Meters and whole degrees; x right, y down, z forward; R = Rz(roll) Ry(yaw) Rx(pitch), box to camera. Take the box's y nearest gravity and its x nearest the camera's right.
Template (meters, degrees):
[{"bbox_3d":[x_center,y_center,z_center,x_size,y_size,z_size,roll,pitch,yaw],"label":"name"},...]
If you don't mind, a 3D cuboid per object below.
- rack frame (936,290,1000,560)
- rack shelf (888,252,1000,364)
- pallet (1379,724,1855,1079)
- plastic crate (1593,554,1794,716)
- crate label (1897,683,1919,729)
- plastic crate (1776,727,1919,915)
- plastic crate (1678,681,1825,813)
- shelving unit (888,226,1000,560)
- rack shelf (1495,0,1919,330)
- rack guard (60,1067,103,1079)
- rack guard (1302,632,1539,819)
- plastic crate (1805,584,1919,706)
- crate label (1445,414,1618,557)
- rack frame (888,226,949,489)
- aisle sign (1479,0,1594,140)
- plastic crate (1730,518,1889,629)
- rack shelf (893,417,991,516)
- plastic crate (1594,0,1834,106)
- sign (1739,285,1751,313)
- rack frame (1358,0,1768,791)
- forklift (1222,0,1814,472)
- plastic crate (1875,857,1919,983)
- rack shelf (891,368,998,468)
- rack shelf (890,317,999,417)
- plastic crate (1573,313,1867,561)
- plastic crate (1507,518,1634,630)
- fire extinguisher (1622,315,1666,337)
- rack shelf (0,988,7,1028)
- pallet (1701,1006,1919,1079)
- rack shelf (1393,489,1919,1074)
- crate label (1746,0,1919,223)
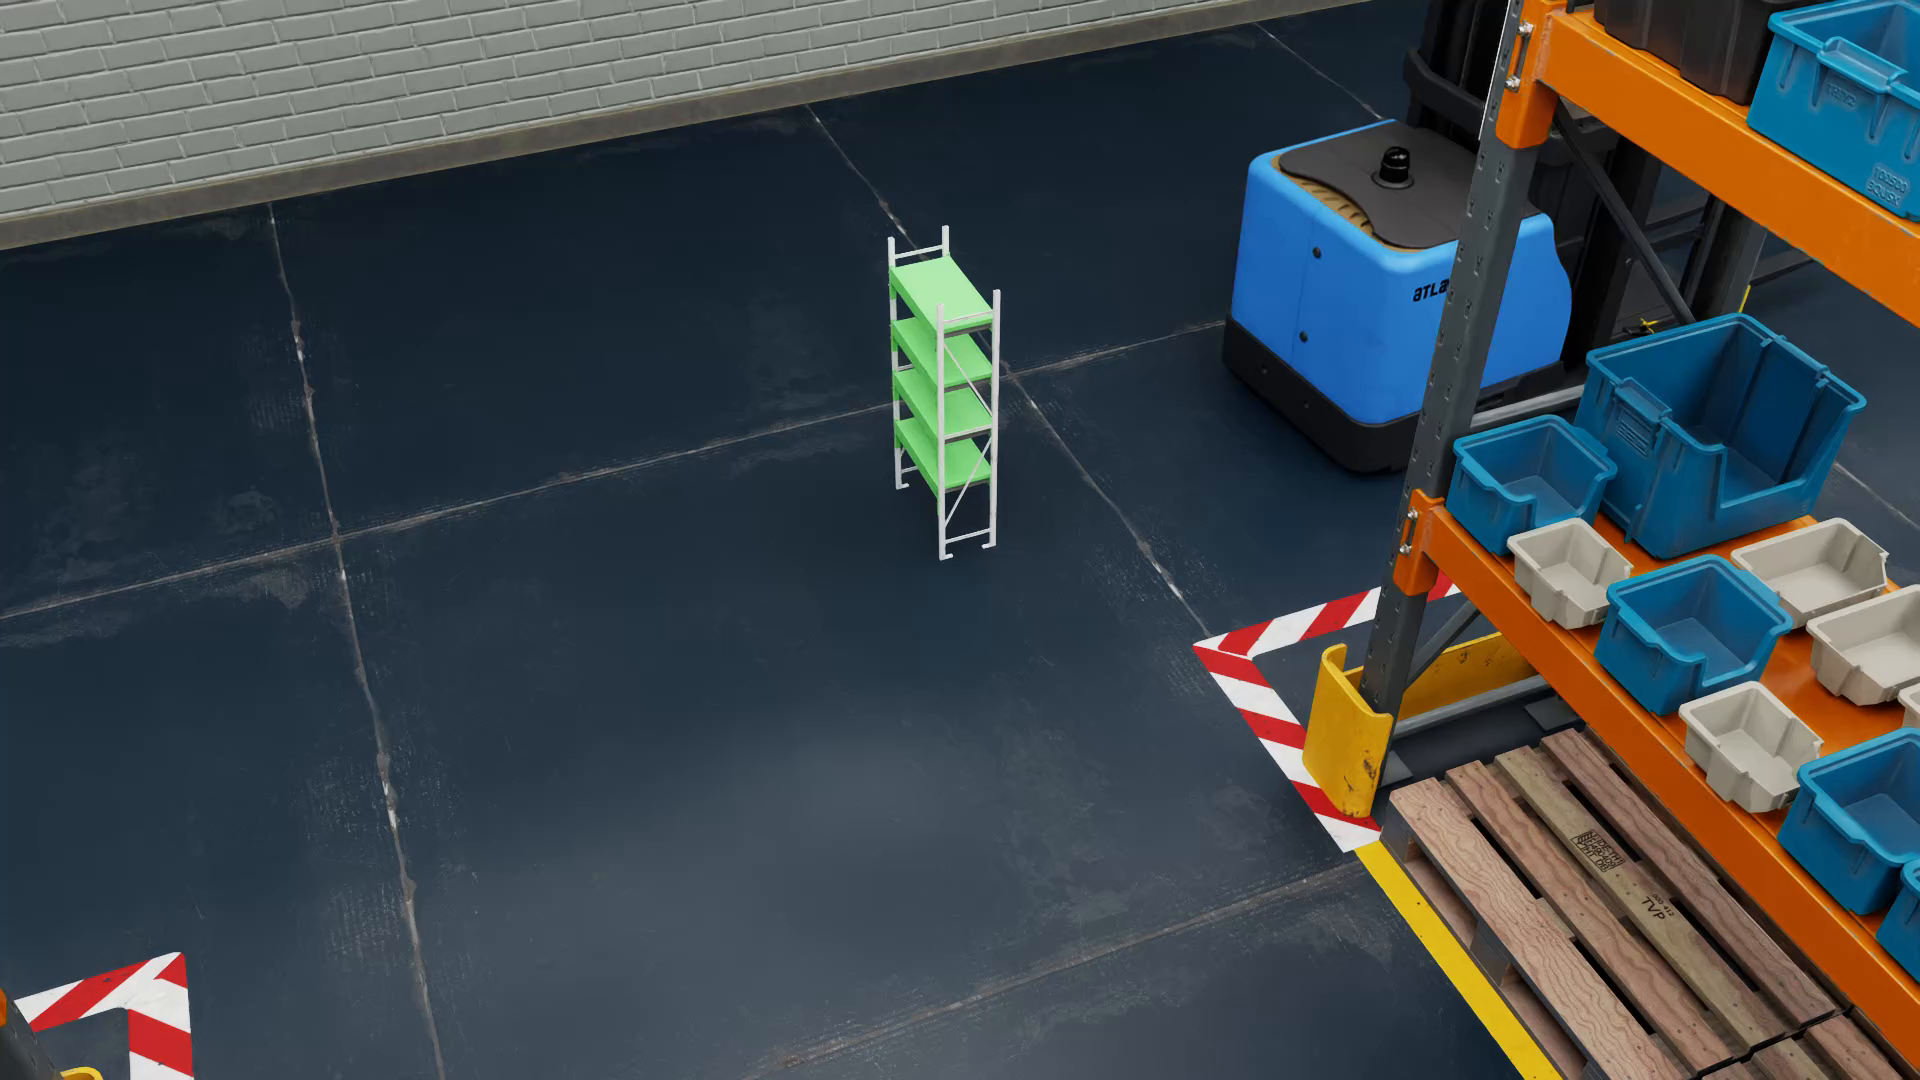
[{"bbox_3d":[0.030,-0.408,6.304,0.240,1.200,0.015,-15,43,-17],"label":"rack frame"},{"bbox_3d":[-0.063,-0.870,6.203,0.258,0.148,0.480,-15,43,-17],"label":"rack shelf"},{"bbox_3d":[2.089,1.148,5.253,1.003,0.211,1.213,-15,43,-17],"label":"pallet"},{"bbox_3d":[1.852,0.252,4.238,0.416,0.233,0.300,-15,43,-17],"label":"plastic crate"},{"bbox_3d":[2.516,0.447,4.085,0.396,0.136,0.243,-15,43,-17],"label":"crate label"},{"bbox_3d":[2.104,0.649,3.777,0.416,0.233,0.300,-15,43,-17],"label":"plastic crate"},{"bbox_3d":[1.906,0.515,4.007,0.250,0.136,0.298,-15,43,-17],"label":"plastic crate"},{"bbox_3d":[-0.063,-0.555,6.475,0.258,1.200,0.503,-15,43,-17],"label":"shelving unit"},{"bbox_3d":[2.575,-0.075,2.788,1.077,0.370,4.000,-15,43,-17],"label":"rack shelf"},{"bbox_3d":[-2.739,1.811,4.260,1.175,0.500,0.348,-15,43,-17],"label":"rack guard"},{"bbox_3d":[1.788,0.521,5.761,1.175,0.500,0.348,-15,43,-17],"label":"rack guard"},{"bbox_3d":[2.386,0.286,4.273,0.396,0.136,0.243,-15,43,-17],"label":"plastic crate"},{"bbox_3d":[1.600,-0.144,4.699,0.416,0.233,0.303,-15,43,-17],"label":"crate label"},{"bbox_3d":[-0.157,-0.702,6.646,0.240,1.200,0.015,-15,43,-17],"label":"rack frame"},{"bbox_3d":[1.508,-1.371,4.049,0.394,0.787,0.004,-15,43,-17],"label":"aisle sign"},{"bbox_3d":[2.289,0.108,4.480,0.396,0.136,0.243,-15,43,-17],"label":"plastic crate"},{"bbox_3d":[-0.063,-0.324,6.673,0.258,0.148,0.480,-15,43,-17],"label":"rack shelf"},{"bbox_3d":[1.699,-1.202,3.647,0.497,0.269,0.590,-15,43,-17],"label":"plastic crate"},{"bbox_3d":[2.312,-0.625,5.051,0.100,0.325,0.005,-15,43,-17],"label":"sign"},{"bbox_3d":[1.810,-0.416,4.933,1.000,3.000,0.127,-15,43,-17],"label":"rack frame"},{"bbox_3d":[2.743,-2.081,6.922,3.031,2.935,1.130,-19,44,-21],"label":"forklift"},{"bbox_3d":[2.218,0.830,3.567,0.416,0.233,0.300,-15,43,-17],"label":"plastic crate"},{"bbox_3d":[-0.063,-0.506,6.516,0.258,0.148,0.480,-15,43,-17],"label":"rack shelf"},{"bbox_3d":[-0.063,-0.688,6.360,0.258,0.148,0.480,-15,43,-17],"label":"rack shelf"},{"bbox_3d":[2.110,-0.297,4.721,0.616,0.435,0.499,-15,43,-17],"label":"plastic crate"},{"bbox_3d":[1.646,0.106,4.482,0.250,0.136,0.298,-15,43,-17],"label":"plastic crate"},{"bbox_3d":[2.172,-0.449,5.317,0.296,0.674,0.183,-15,43,-17],"label":"fire extinguisher"},{"bbox_3d":[-2.003,2.295,2.332,1.077,0.370,4.000,-15,43,-17],"label":"rack shelf"},{"bbox_3d":[2.552,1.882,4.400,1.003,0.211,1.213,-15,43,-17],"label":"pallet"},{"bbox_3d":[2.575,1.062,3.766,1.077,0.370,4.000,-15,43,-17],"label":"rack shelf"},{"bbox_3d":[1.864,-0.860,3.263,0.408,0.251,0.502,-15,43,-17],"label":"crate label"}]
